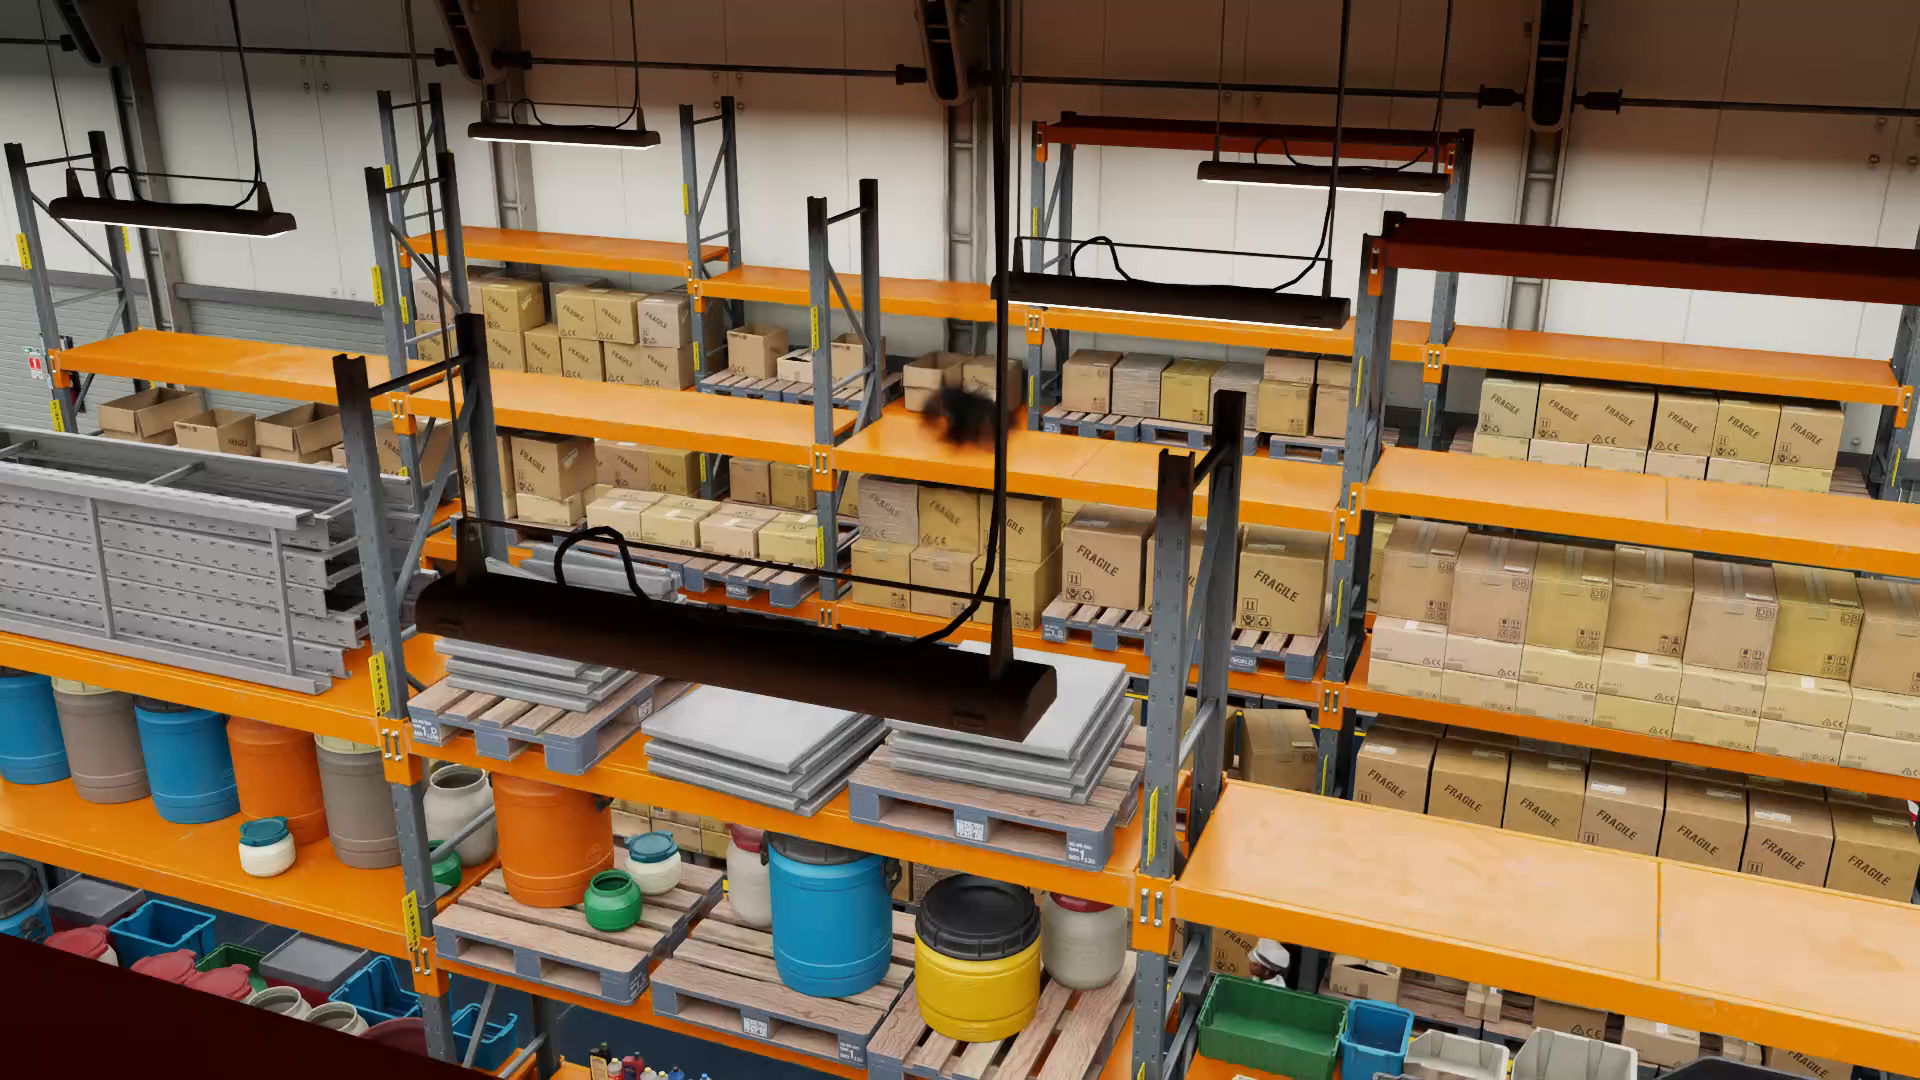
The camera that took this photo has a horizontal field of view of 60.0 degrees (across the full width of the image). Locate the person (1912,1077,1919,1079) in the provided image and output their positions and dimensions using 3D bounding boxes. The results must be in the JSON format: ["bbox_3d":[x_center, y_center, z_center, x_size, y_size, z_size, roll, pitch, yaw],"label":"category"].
[{"bbox_3d":[6.018,3.782,10.030,0.859,1.783,0.710,-6,22,-14],"label":"person"}]

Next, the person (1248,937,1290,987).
[{"bbox_3d":[2.010,3.381,11.042,0.938,1.636,0.575,6,22,15],"label":"person"}]
